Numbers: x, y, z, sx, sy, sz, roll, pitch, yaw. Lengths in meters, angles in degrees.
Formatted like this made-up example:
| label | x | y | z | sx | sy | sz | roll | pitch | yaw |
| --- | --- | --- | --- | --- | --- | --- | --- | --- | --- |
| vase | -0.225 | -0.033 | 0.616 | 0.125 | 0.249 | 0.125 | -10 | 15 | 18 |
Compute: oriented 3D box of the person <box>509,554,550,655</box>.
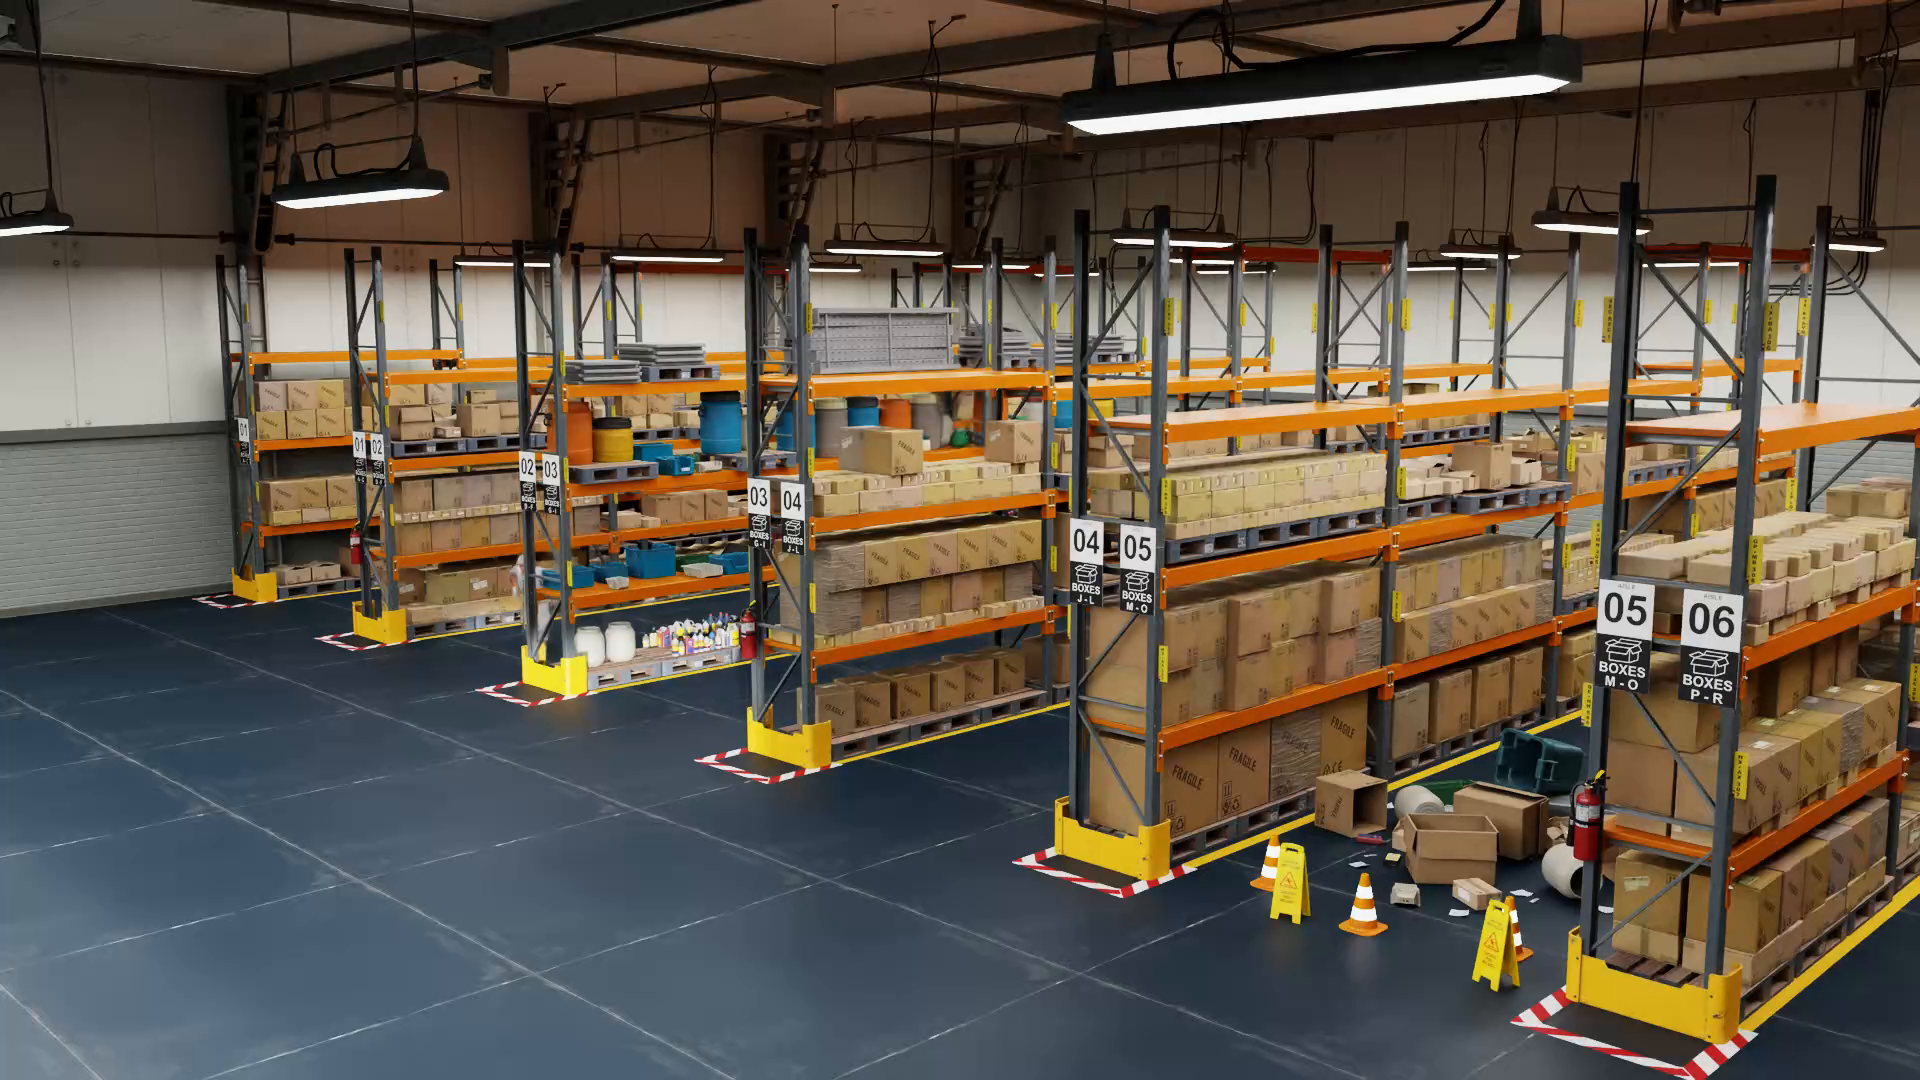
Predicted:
| label | x | y | z | sx | sy | sz | roll | pitch | yaw |
| --- | --- | --- | --- | --- | --- | --- | --- | --- | --- |
| person | -6.286 | 0.948 | 24.322 | 0.694 | 1.590 | 0.799 | 1 | 8 | 7 |

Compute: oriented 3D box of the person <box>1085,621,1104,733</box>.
| label | x | y | z | sx | sy | sz | roll | pitch | yaw |
| --- | --- | --- | --- | --- | --- | --- | --- | --- | --- |
| person | 1.584 | 1.644 | 19.215 | 0.645 | 1.646 | 0.737 | 3 | 9 | 20 |
